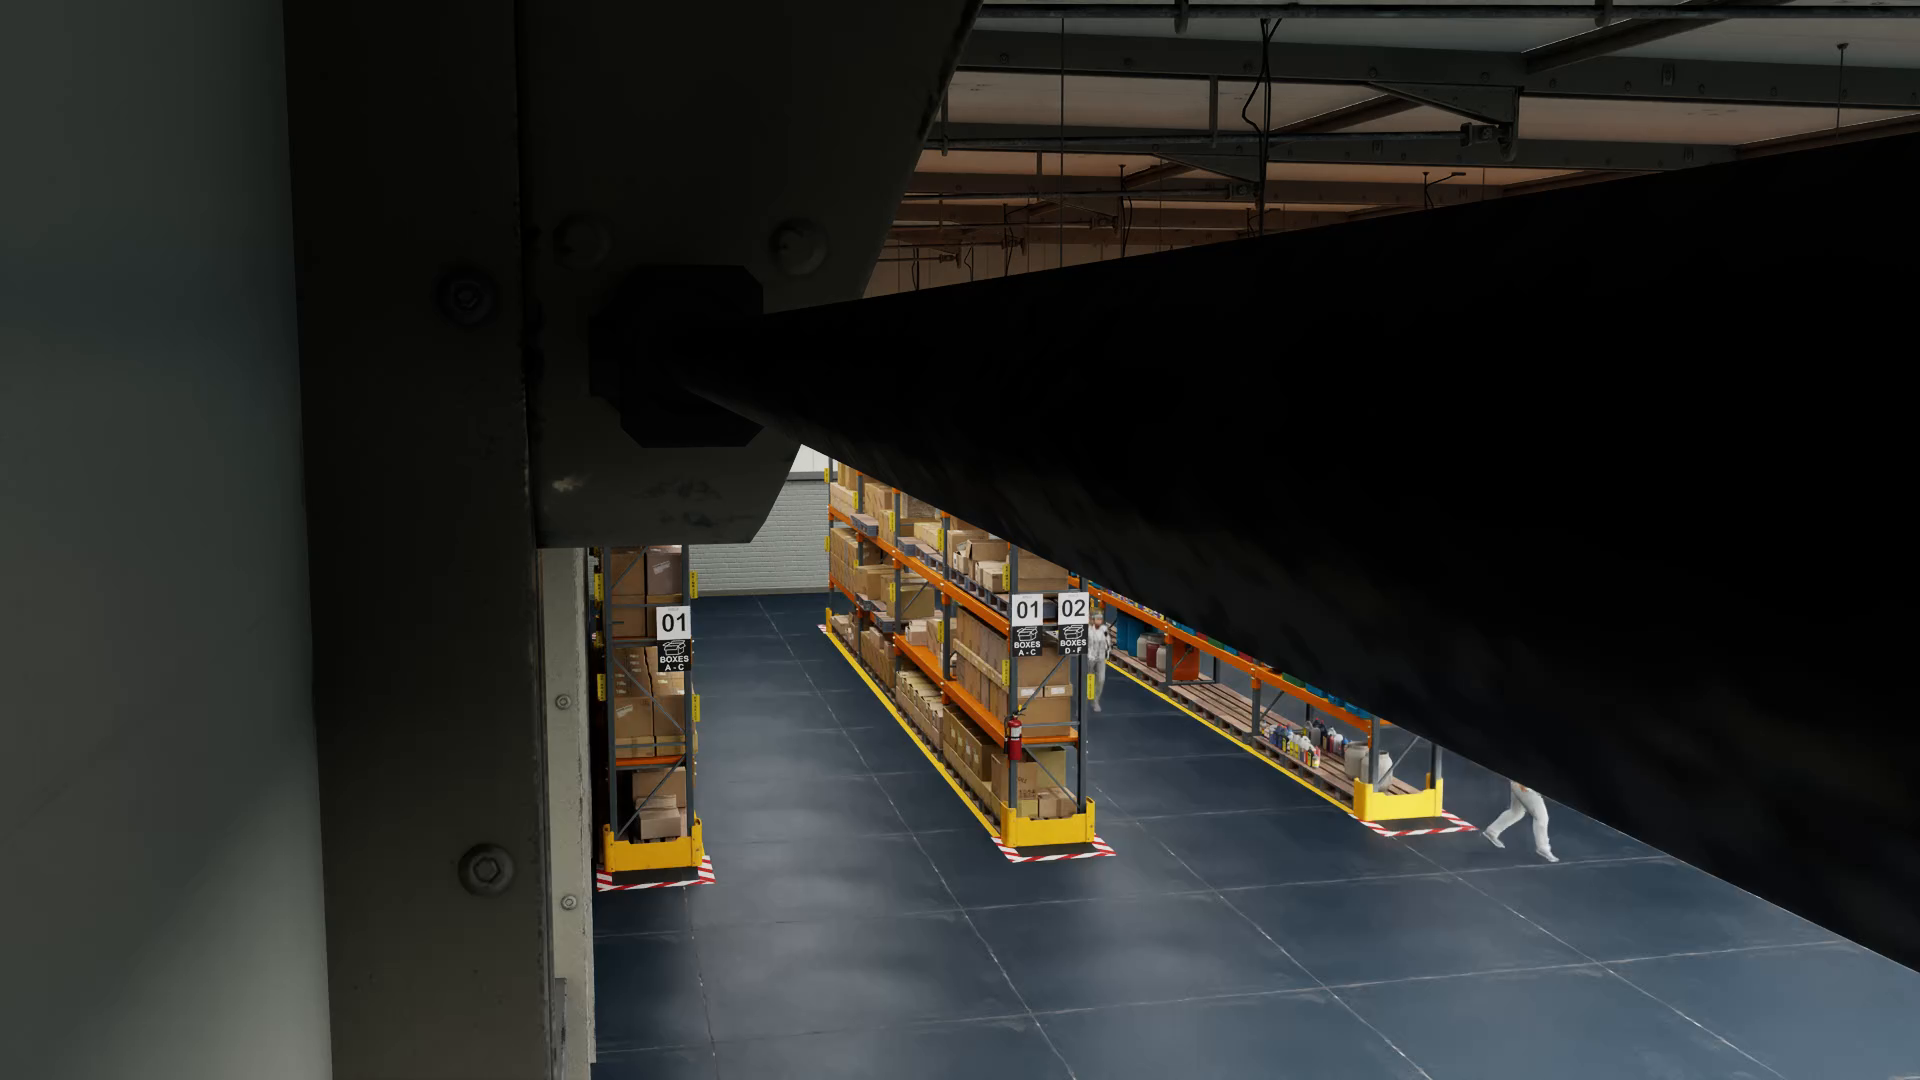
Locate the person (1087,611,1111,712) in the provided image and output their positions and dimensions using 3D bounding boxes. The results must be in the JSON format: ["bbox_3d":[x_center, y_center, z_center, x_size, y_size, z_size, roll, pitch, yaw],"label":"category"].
[{"bbox_3d":[2.246,1.973,27.670,0.642,1.655,0.783,-2,7,-18],"label":"person"}]

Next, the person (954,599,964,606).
[{"bbox_3d":[0.236,1.345,34.360,0.697,1.759,0.988,-2,7,-16],"label":"person"}]

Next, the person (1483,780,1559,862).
[{"bbox_3d":[6.950,3.089,20.534,0.912,1.696,0.552,2,7,18],"label":"person"}]
